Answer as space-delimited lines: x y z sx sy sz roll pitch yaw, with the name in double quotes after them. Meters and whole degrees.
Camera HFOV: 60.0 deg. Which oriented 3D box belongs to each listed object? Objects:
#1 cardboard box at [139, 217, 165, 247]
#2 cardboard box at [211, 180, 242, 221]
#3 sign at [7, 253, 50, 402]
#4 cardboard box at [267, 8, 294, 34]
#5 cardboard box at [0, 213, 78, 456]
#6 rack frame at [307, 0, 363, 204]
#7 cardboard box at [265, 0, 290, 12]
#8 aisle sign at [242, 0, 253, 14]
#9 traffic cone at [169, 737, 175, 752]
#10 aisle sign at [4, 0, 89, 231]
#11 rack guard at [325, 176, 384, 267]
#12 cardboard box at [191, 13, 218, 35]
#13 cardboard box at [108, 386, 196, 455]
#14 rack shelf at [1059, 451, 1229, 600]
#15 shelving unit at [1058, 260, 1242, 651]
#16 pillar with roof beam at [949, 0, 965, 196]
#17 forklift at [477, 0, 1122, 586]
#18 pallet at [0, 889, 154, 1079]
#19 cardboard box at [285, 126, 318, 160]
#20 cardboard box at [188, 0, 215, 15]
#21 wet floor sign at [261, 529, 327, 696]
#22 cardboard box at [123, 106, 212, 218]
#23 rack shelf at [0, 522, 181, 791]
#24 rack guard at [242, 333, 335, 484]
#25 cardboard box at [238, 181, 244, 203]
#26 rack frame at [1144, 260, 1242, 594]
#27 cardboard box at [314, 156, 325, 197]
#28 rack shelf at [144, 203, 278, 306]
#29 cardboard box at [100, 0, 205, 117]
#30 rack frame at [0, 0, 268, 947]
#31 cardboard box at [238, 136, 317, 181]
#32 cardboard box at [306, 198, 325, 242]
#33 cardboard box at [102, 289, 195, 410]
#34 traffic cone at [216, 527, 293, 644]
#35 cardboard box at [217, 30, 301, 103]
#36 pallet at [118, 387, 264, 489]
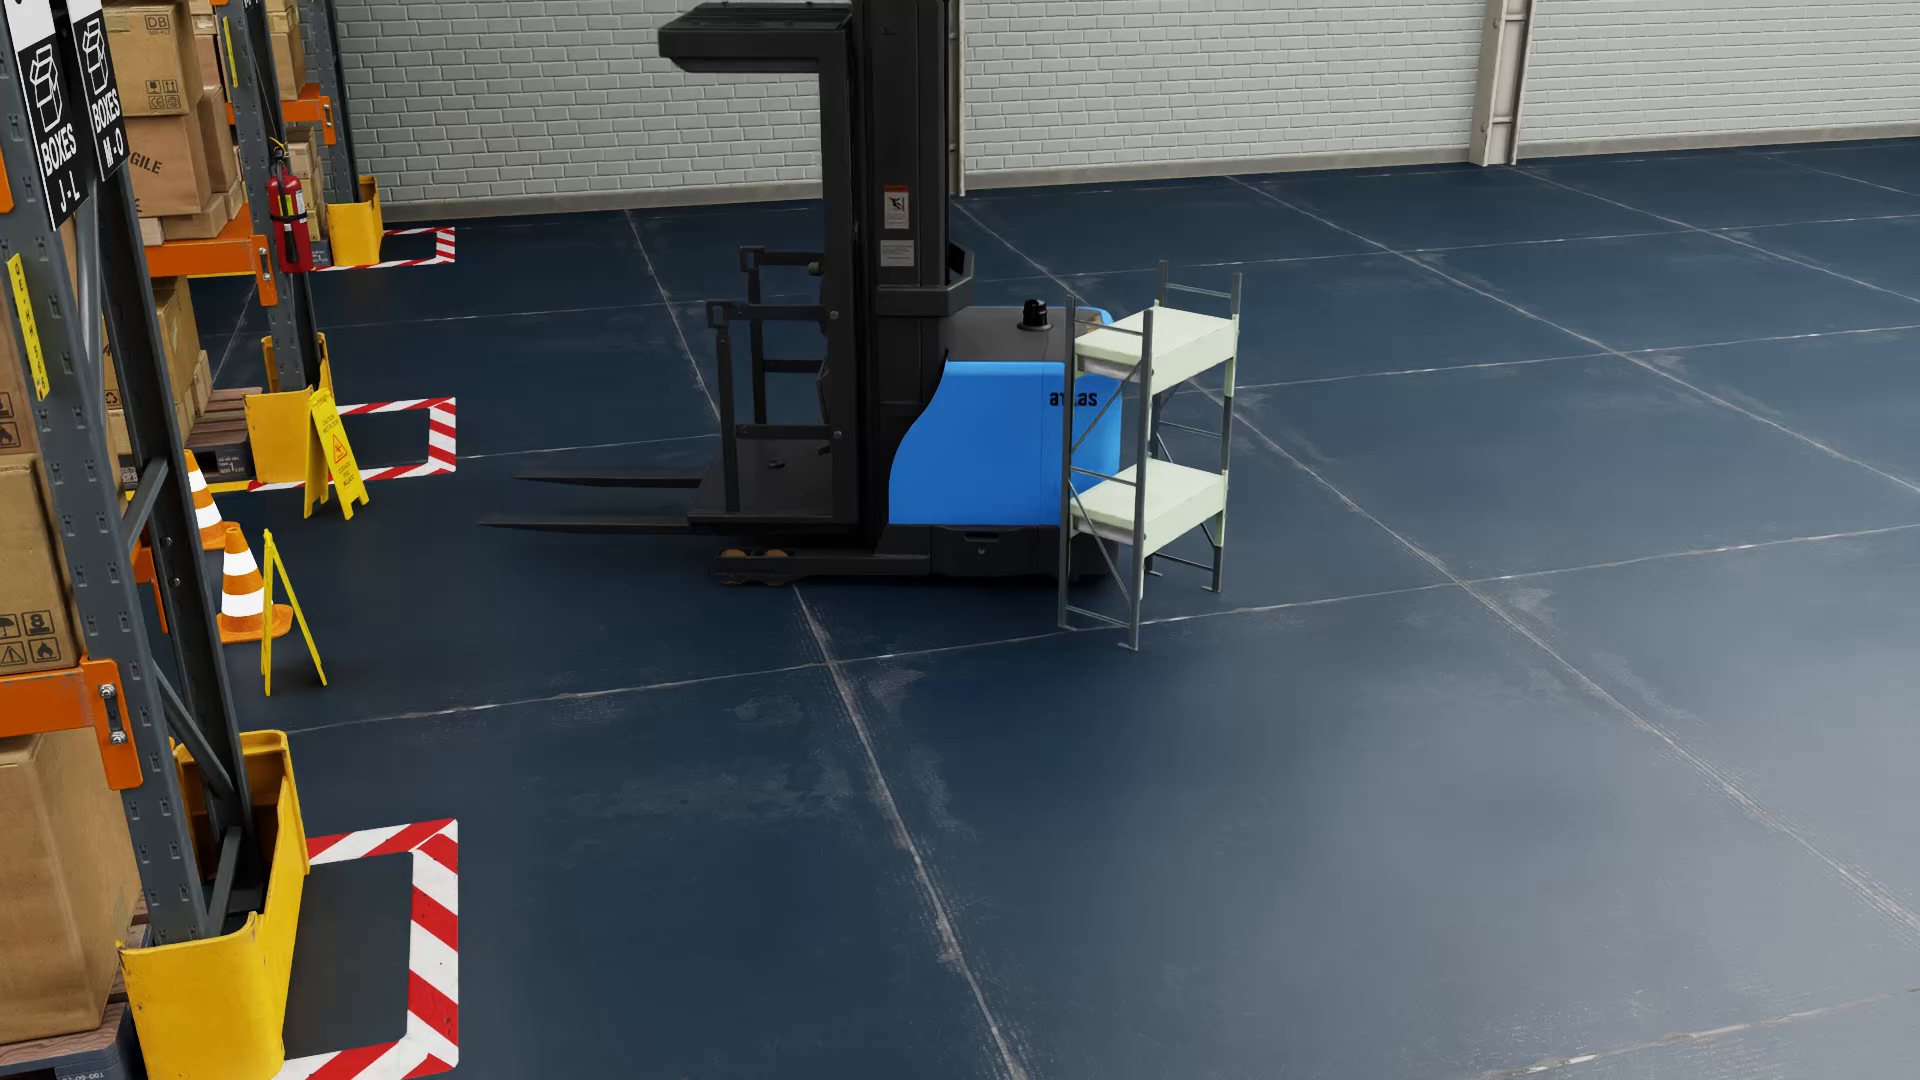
-4.216 -1.616 8.530 0.250 0.149 0.380 -7 24 -15 "cardboard box"
-4.083 -1.848 9.072 0.250 0.149 0.380 -6 24 -14 "cardboard box"
-2.133 -0.486 3.811 0.005 0.325 0.100 -6 24 -14 "sign"
-5.303 -4.006 12.833 0.250 0.149 0.380 -6 24 -14 "cardboard box"
-2.633 -0.593 4.269 0.550 0.550 0.875 -6 24 -14 "cardboard box"
-5.045 -3.806 13.315 0.127 3.000 1.000 -6 24 -14 "rack frame"
-5.332 -4.168 12.833 0.250 0.149 0.380 -6 24 -14 "cardboard box"
-3.562 -3.013 8.170 0.004 0.787 0.394 -6 24 -14 "aisle sign"
-3.161 0.630 6.194 0.334 0.463 0.336 -6 24 -14 "traffic cone"
-2.116 -1.141 3.809 0.004 0.787 0.394 -6 24 -14 "aisle sign"
-5.021 -2.659 13.814 0.348 0.500 1.175 -6 24 -14 "rack guard"
-5.807 -3.963 12.733 0.250 0.149 0.380 -6 24 -13 "cardboard box"
-4.429 -0.660 8.939 0.500 0.250 0.500 -6 24 -15 "cardboard box"
0.818 -0.078 7.355 0.431 0.370 0.720 17 28 34 "rack shelf"
0.818 -0.377 7.227 0.431 1.500 0.755 17 28 34 "shelving unit"
0.981 -5.835 10.437 0.400 9.000 9.100 -6 24 -14 "pillar with roof beam"
-0.767 -1.340 7.655 3.031 2.935 1.130 1 23 1 "forklift"
-3.014 1.343 4.851 1.213 0.211 1.003 -6 24 -14 "pallet"
-5.558 -3.215 13.625 0.500 0.250 0.500 -7 24 -15 "cardboard box"
-5.806 -4.092 12.656 0.250 0.149 0.380 -6 24 -13 "cardboard box"
-2.773 0.274 6.793 0.232 0.644 0.267 -11 25 -23 "wet floor sign"
-4.148 -1.942 8.467 0.500 0.500 0.500 -7 24 -15 "cardboard box"
-4.191 0.491 4.215 4.000 0.370 1.077 -6 24 -14 "rack shelf"
-3.773 -0.765 9.398 0.348 0.500 1.175 -6 24 -14 "rack guard"
-5.915 -2.745 13.163 0.500 0.250 0.500 -7 24 -15 "cardboard box"
1.039 -0.492 7.496 0.400 1.500 0.023 17 28 34 "rack frame"
-5.553 -2.993 13.743 0.500 0.250 0.500 -6 24 -13 "cardboard box"
-5.626 -1.378 8.569 4.000 0.370 1.077 -6 24 -14 "rack shelf"
-4.133 -2.426 8.328 0.500 0.500 0.700 -7 24 -16 "cardboard box"
-2.266 -0.053 4.569 0.127 3.000 1.000 -6 24 -14 "rack frame"
-5.404 -3.027 13.187 0.500 0.250 0.500 -5 24 -13 "cardboard box"
-5.412 -2.565 13.378 0.500 0.250 0.500 -6 24 -14 "cardboard box"
-4.401 -1.011 8.806 0.500 0.500 0.500 -6 24 -14 "cardboard box"
-3.138 0.165 7.278 0.334 0.463 0.336 -6 24 -14 "traffic cone"
-5.447 -3.699 12.941 0.500 0.500 0.500 -7 24 -16 "cardboard box"
-4.565 -0.559 9.285 1.213 0.211 1.003 -6 24 -14 "pallet"
